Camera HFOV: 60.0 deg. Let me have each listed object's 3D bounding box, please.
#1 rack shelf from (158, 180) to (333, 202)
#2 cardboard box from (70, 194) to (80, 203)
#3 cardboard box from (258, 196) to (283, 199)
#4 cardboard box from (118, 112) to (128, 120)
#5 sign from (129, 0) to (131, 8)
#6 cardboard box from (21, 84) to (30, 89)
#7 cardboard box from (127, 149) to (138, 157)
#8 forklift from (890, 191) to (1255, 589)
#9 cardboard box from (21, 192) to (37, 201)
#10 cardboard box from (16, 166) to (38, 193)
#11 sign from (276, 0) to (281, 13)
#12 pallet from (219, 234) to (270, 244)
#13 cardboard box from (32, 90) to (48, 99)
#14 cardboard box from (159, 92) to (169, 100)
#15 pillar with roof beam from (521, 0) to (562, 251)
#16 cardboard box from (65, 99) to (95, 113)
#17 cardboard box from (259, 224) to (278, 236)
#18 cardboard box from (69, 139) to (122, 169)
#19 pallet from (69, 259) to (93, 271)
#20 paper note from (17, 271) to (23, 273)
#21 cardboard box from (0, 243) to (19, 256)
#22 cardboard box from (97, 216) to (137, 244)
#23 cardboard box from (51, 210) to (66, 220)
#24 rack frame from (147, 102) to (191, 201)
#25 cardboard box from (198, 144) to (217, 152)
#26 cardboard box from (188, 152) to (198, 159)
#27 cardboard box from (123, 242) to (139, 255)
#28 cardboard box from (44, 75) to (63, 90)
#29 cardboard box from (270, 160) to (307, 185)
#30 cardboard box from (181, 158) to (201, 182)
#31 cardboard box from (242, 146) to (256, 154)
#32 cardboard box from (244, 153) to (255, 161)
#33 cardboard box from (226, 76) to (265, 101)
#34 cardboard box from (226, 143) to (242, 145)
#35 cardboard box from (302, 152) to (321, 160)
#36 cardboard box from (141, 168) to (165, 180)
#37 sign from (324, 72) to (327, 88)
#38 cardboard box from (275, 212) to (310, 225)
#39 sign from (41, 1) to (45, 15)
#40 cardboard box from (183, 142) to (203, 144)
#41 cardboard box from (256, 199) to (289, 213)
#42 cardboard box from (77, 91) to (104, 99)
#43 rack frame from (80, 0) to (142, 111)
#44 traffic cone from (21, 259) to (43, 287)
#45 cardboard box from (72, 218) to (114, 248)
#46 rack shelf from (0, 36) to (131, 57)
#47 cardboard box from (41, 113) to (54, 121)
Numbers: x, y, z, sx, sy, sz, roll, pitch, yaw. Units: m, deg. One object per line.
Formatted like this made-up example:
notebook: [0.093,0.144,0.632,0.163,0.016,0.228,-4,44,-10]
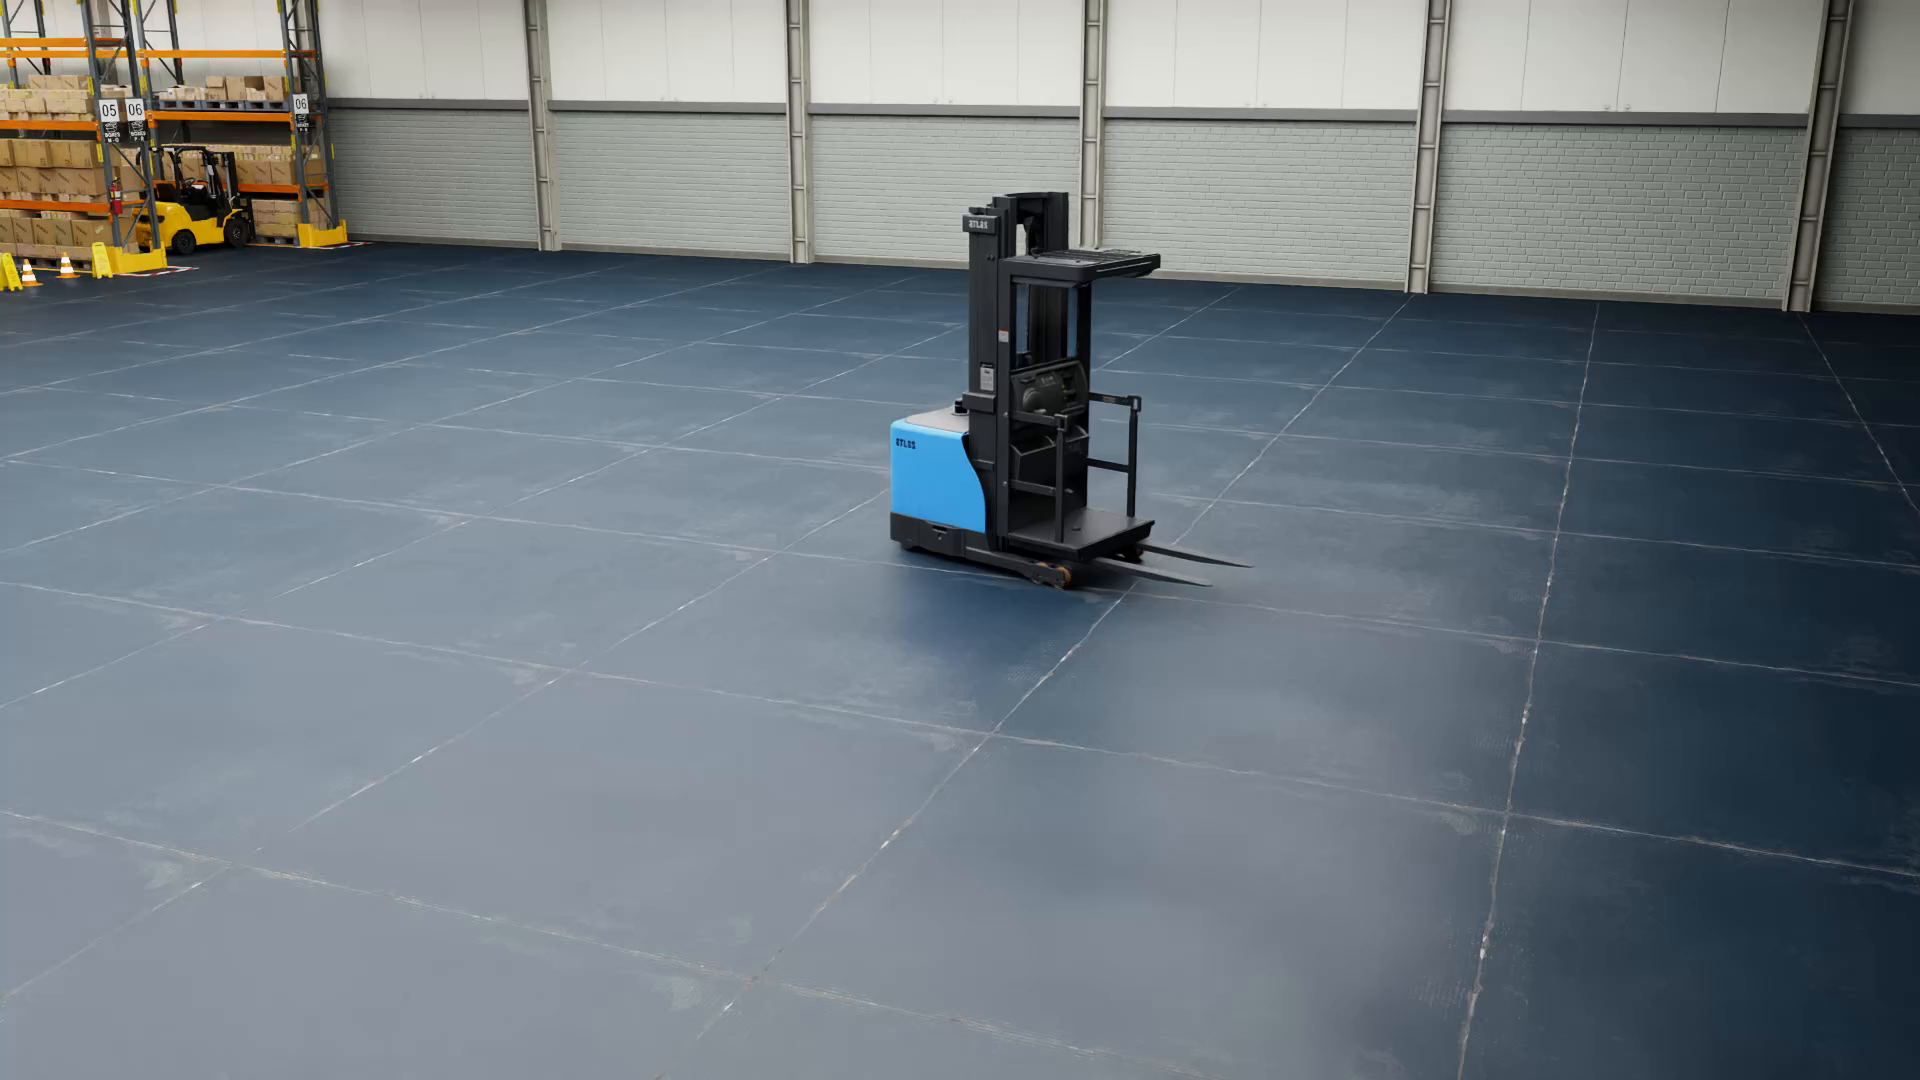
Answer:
rack shelf: [-15.861,-7.799,36.947,4.000,0.370,1.077,6,17,21]
cardboard box: [-16.752,-6.543,31.782,0.250,0.149,0.380,6,17,20]
cardboard box: [-15.306,-7.503,37.025,0.500,0.250,0.500,6,17,20]
cardboard box: [-16.008,-8.090,31.730,0.250,0.149,0.380,6,17,21]
sign: [-15.619,-10.160,31.214,0.005,0.325,0.100,6,17,21]
cardboard box: [-21.684,-10.570,38.844,0.250,0.149,0.380,6,17,19]
cardboard box: [-18.576,-8.746,37.577,0.250,0.149,0.380,6,17,21]
forklift: [0.874,-1.197,13.039,3.031,2.935,1.130,13,21,38]
cardboard box: [-17.933,-6.673,32.231,0.250,0.149,0.380,6,17,20]
cardboard box: [-17.817,-6.988,32.152,0.500,0.500,0.500,6,17,21]
sign: [-14.213,-11.168,34.685,0.005,0.325,0.100,6,17,21]
pallet: [-15.859,-6.793,37.194,1.213,0.211,1.003,6,17,21]
cardboard box: [-17.387,-8.470,31.610,0.250,0.149,0.380,6,17,19]
cardboard box: [-17.416,-9.794,36.667,0.250,0.149,0.380,7,17,22]
pillar with roof beam: [-10.316,-9.395,30.396,0.400,9.000,9.100,6,17,21]
cardboard box: [-16.393,-8.146,31.207,0.500,0.250,0.500,6,17,20]
cardboard box: [-15.013,-6.840,36.534,0.500,0.250,0.500,6,17,21]
cardboard box: [-16.374,-7.319,31.497,0.500,0.500,0.700,6,17,19]
pallet: [-16.632,-5.413,32.440,1.213,0.211,1.003,6,17,21]
paper note: [-18.012,-5.127,31.780,0.148,0.019,0.142,0,16,1]
cardboard box: [-18.589,-5.760,32.814,0.500,0.250,0.500,7,18,24]
cardboard box: [-16.490,-6.050,32.466,0.500,0.500,0.500,6,17,19]
cardboard box: [-17.258,-6.266,32.046,0.250,0.149,0.380,7,17,22]
rack frame: [-17.722,-8.349,37.552,0.127,3.000,1.000,6,17,21]
cardboard box: [-16.564,-8.642,36.685,0.250,0.149,0.380,6,17,20]
cardboard box: [-16.825,-8.518,36.790,0.250,0.149,0.380,7,17,22]
cardboard box: [-16.467,-5.687,32.563,0.500,0.250,0.500,6,17,20]
cardboard box: [-20.352,-10.333,37.895,0.500,0.500,0.700,6,17,20]
cardboard box: [-14.555,-7.970,36.067,0.500,0.500,0.500,6,17,19]
cardboard box: [-16.914,-8.235,36.979,0.500,0.500,0.500,7,17,22]
cardboard box: [-15.393,-8.504,36.208,0.250,0.149,0.380,7,18,22]
cardboard box: [-15.386,-8.366,36.269,0.250,0.149,0.380,6,17,19]
cardboard box: [-15.418,-9.791,36.026,0.500,0.500,0.700,6,17,21]
cardboard box: [-16.134,-8.758,37.083,0.250,0.149,0.380,6,17,20]
cardboard box: [-14.221,-8.401,36.389,0.250,0.149,0.380,6,17,19]
cardboard box: [-18.287,-8.260,37.516,0.500,0.250,0.500,7,17,22]
sign: [-13.792,-9.981,36.085,0.005,0.325,0.100,6,17,21]
cardboard box: [-14.568,-7.030,36.290,0.500,0.250,0.500,6,17,20]
sign: [-21.243,-12.308,38.470,0.005,0.325,0.100,6,17,21]
cardboard box: [-17.314,-8.897,37.563,0.250,0.149,0.380,6,17,21]
cardboard box: [-15.021,-7.318,36.386,0.500,0.250,0.500,7,17,22]
cardboard box: [-16.242,-8.313,31.068,0.250,0.149,0.380,6,17,21]
rack frame: [-15.819,-9.533,30.870,0.127,3.000,1.000,6,17,21]
traffic cone: [-16.783,-4.820,29.948,0.334,0.463,0.336,6,17,21]
cardboard box: [-16.660,-5.908,31.976,0.500,0.500,0.500,6,17,21]
rack shelf: [-17.679,-9.390,31.676,4.000,0.370,1.077,6,17,21]
cardboard box: [-17.192,-8.045,31.576,0.250,0.149,0.380,6,17,20]
